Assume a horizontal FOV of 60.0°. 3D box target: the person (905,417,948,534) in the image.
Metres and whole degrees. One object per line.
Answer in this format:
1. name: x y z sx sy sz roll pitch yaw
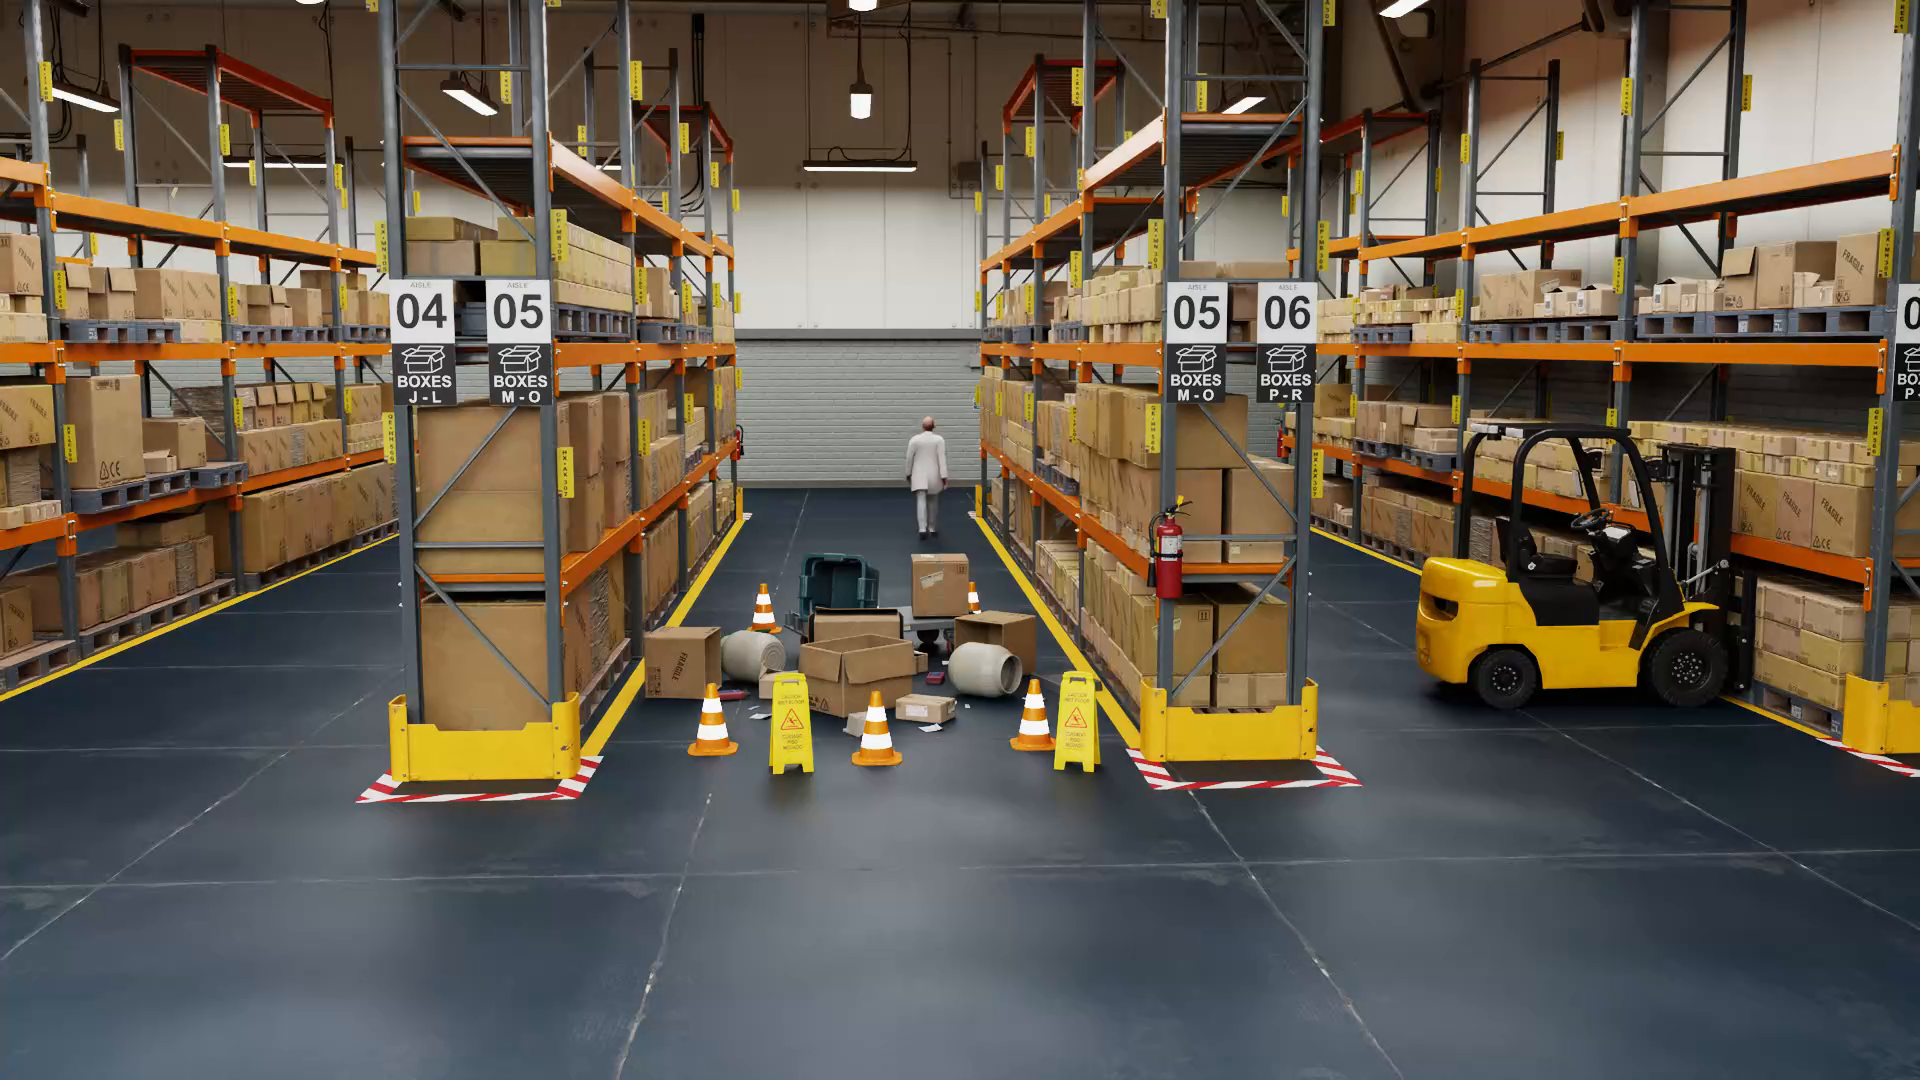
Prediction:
1. person: -0.493 -0.946 24.378 0.620 1.731 1.089 -1 7 -5
